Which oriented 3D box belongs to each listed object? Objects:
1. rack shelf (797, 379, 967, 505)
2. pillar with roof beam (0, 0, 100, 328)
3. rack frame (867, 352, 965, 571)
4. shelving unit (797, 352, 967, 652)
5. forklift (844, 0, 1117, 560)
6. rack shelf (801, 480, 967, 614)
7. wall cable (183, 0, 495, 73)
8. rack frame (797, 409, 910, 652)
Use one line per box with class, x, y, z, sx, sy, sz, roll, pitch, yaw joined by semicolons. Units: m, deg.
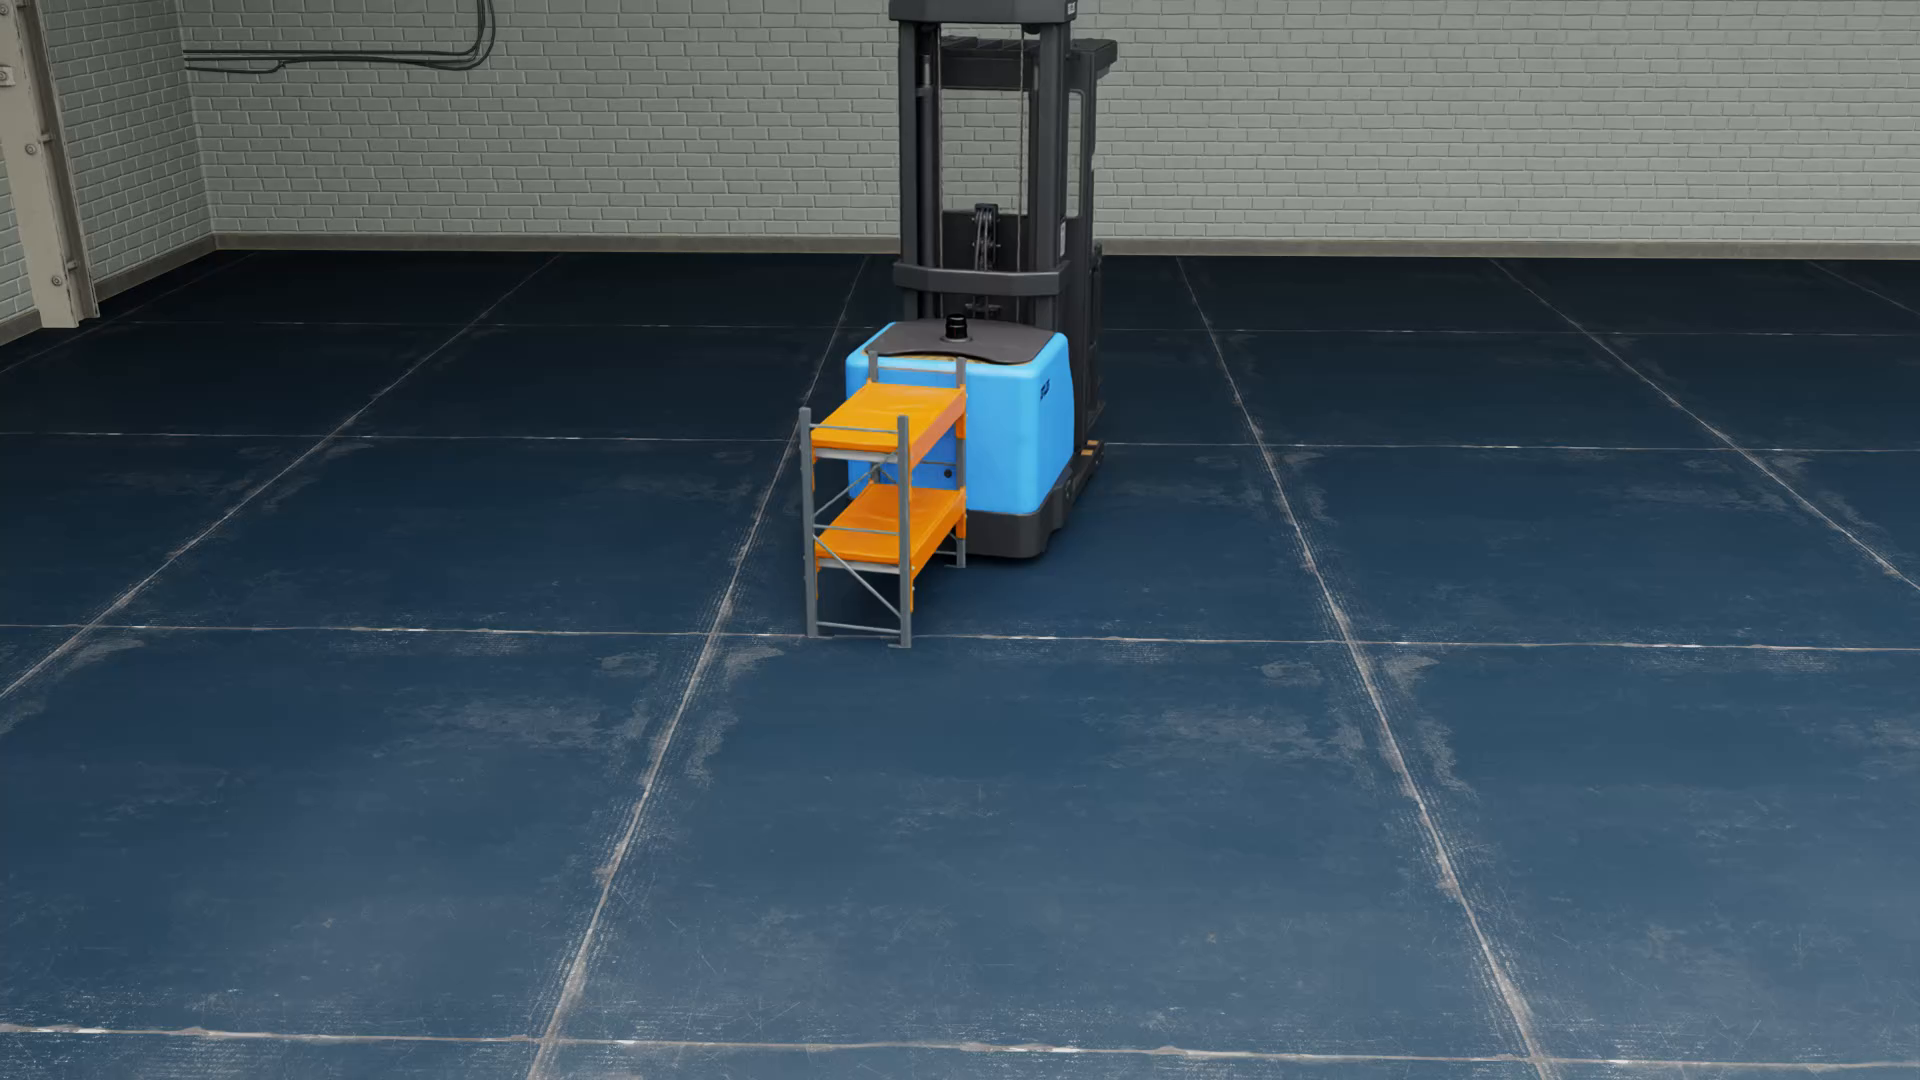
rack shelf;-0.350;-0.485;7.915;0.538;0.278;1.000;5;22;14
pillar with roof beam;-3.004;-5.941;11.900;9.100;9.000;0.400;1;21;2
rack frame;-0.222;-0.390;8.480;0.500;1.125;0.032;5;22;14
shelving unit;-0.350;-0.212;8.021;0.538;1.125;1.048;5;22;14
forklift;0.256;-1.765;9.525;1.130;2.935;3.031;5;22;14
rack shelf;-0.350;0.016;8.110;0.538;0.278;1.000;5;22;14
wall cable;-5.896;-5.591;15.292;3.097;2.526;0.112;1;21;2
rack frame;-0.479;-0.034;7.563;0.500;1.125;0.032;5;22;14
